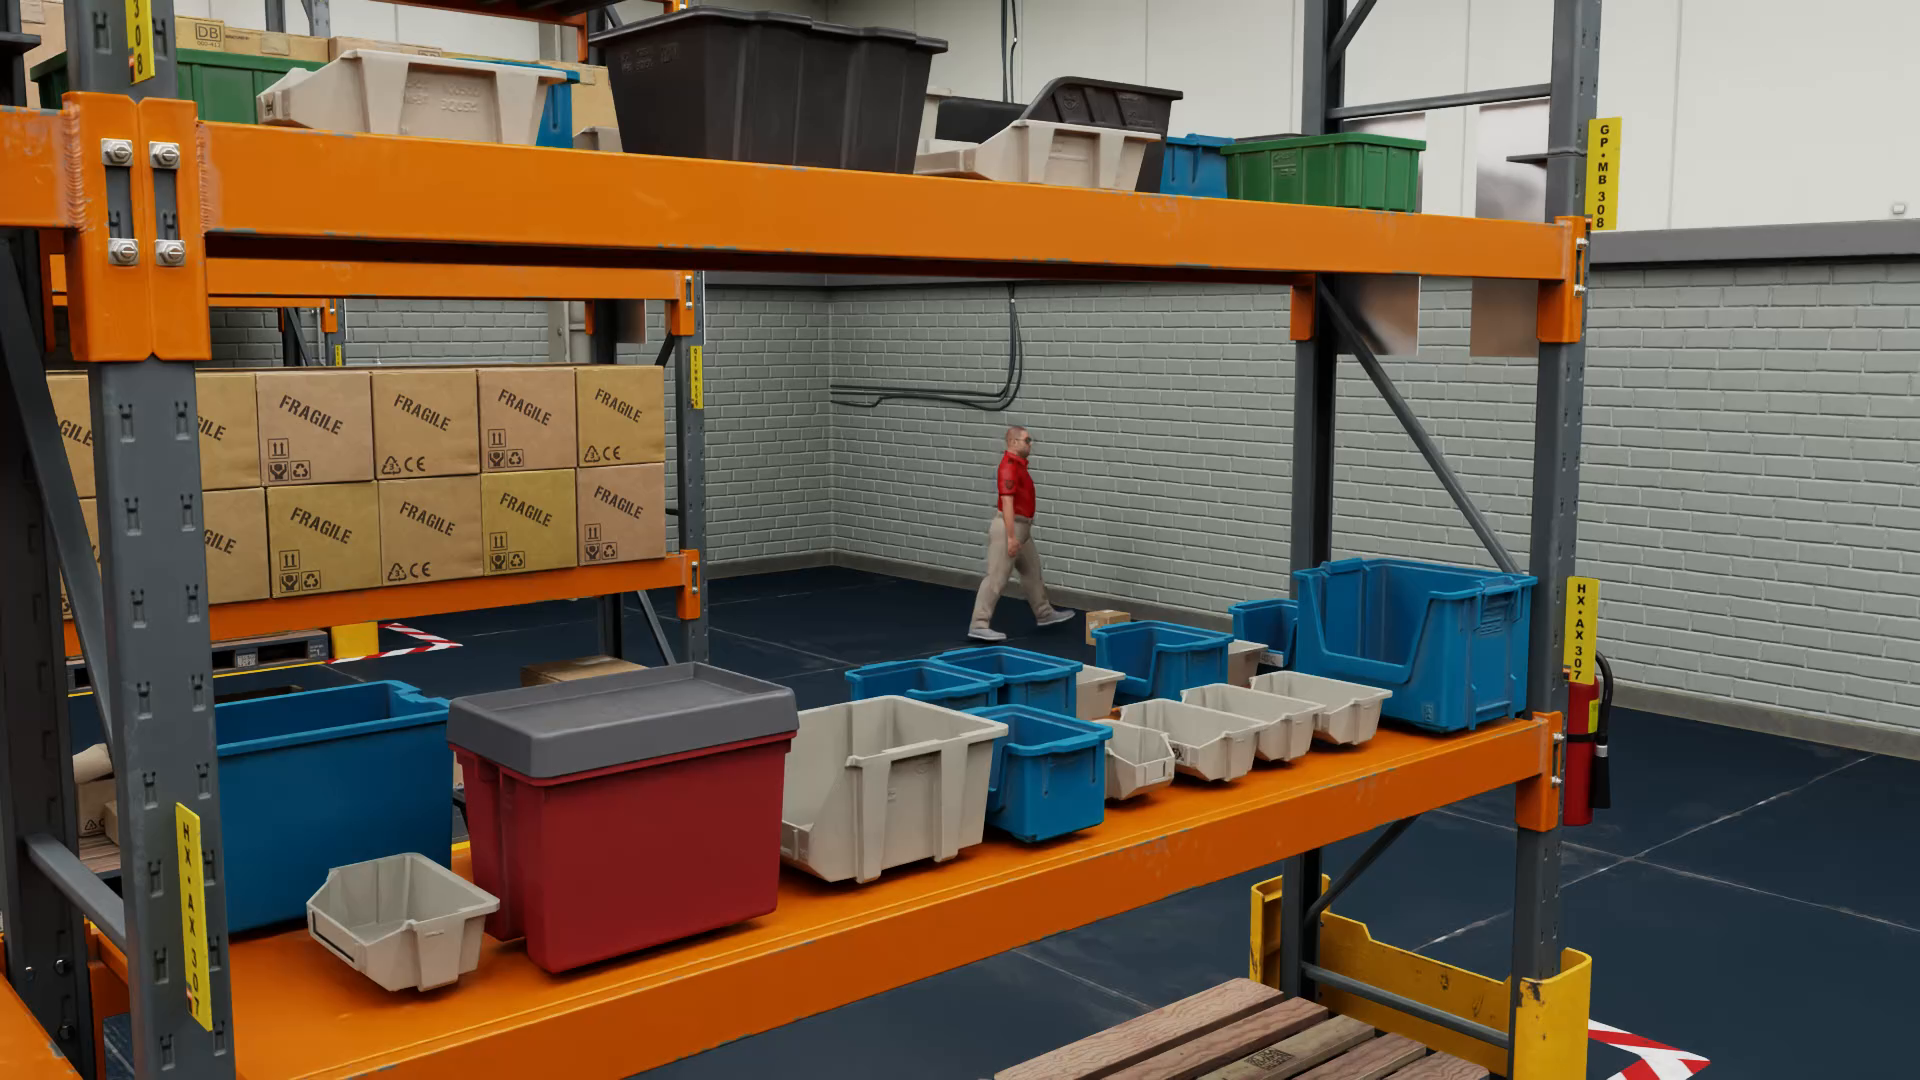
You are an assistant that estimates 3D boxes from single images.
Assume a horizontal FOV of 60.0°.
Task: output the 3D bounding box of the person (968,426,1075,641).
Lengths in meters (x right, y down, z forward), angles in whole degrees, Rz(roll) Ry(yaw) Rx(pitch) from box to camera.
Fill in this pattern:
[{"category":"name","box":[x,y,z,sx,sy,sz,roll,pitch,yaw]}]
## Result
[{"category":"person","box":[0.506,-0.075,13.401,0.841,1.688,0.767,1,7,5]}]
